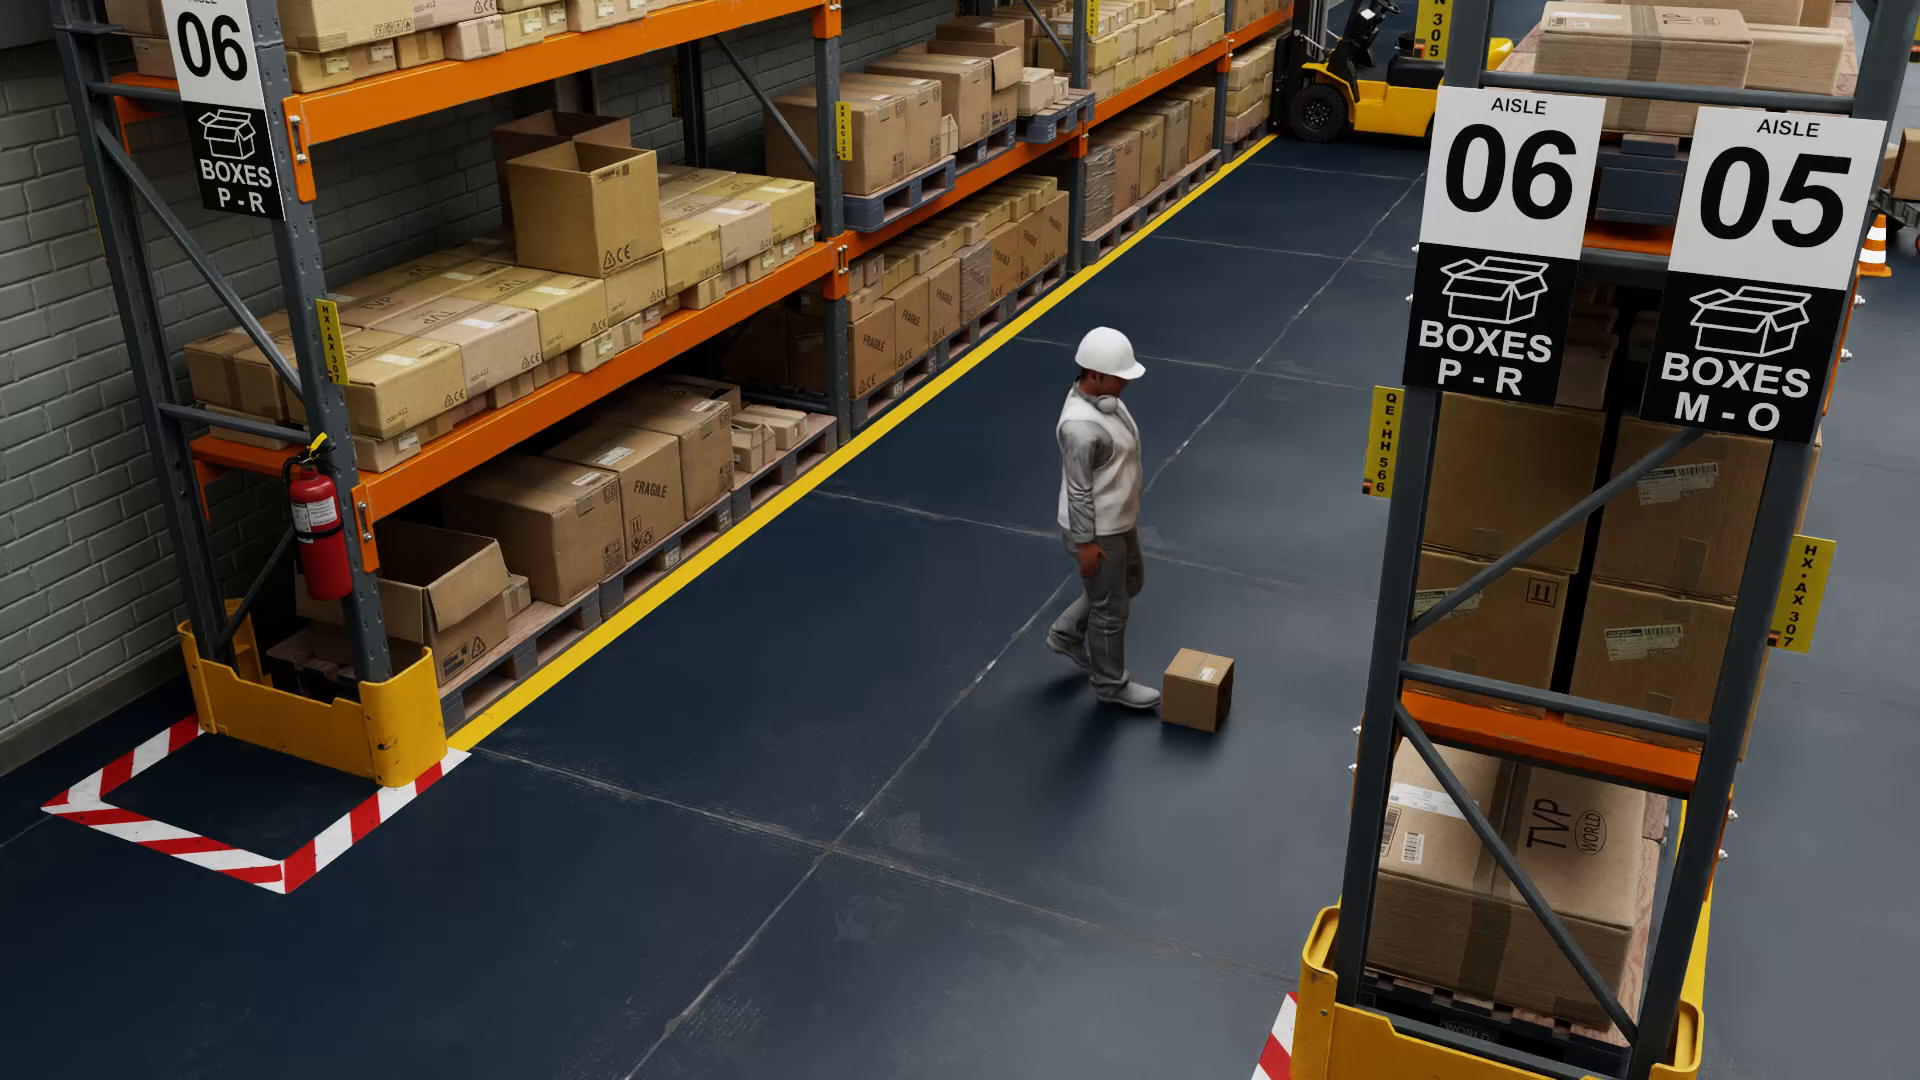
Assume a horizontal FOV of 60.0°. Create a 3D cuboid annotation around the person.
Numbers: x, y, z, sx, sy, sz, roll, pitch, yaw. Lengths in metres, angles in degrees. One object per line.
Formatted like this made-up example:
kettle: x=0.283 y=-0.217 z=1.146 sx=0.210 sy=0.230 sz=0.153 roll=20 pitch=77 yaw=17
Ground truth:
person: x=0.653 y=-0.091 z=7.226 sx=0.545 sy=1.770 sz=0.559 roll=5 pitch=26 yaw=11
